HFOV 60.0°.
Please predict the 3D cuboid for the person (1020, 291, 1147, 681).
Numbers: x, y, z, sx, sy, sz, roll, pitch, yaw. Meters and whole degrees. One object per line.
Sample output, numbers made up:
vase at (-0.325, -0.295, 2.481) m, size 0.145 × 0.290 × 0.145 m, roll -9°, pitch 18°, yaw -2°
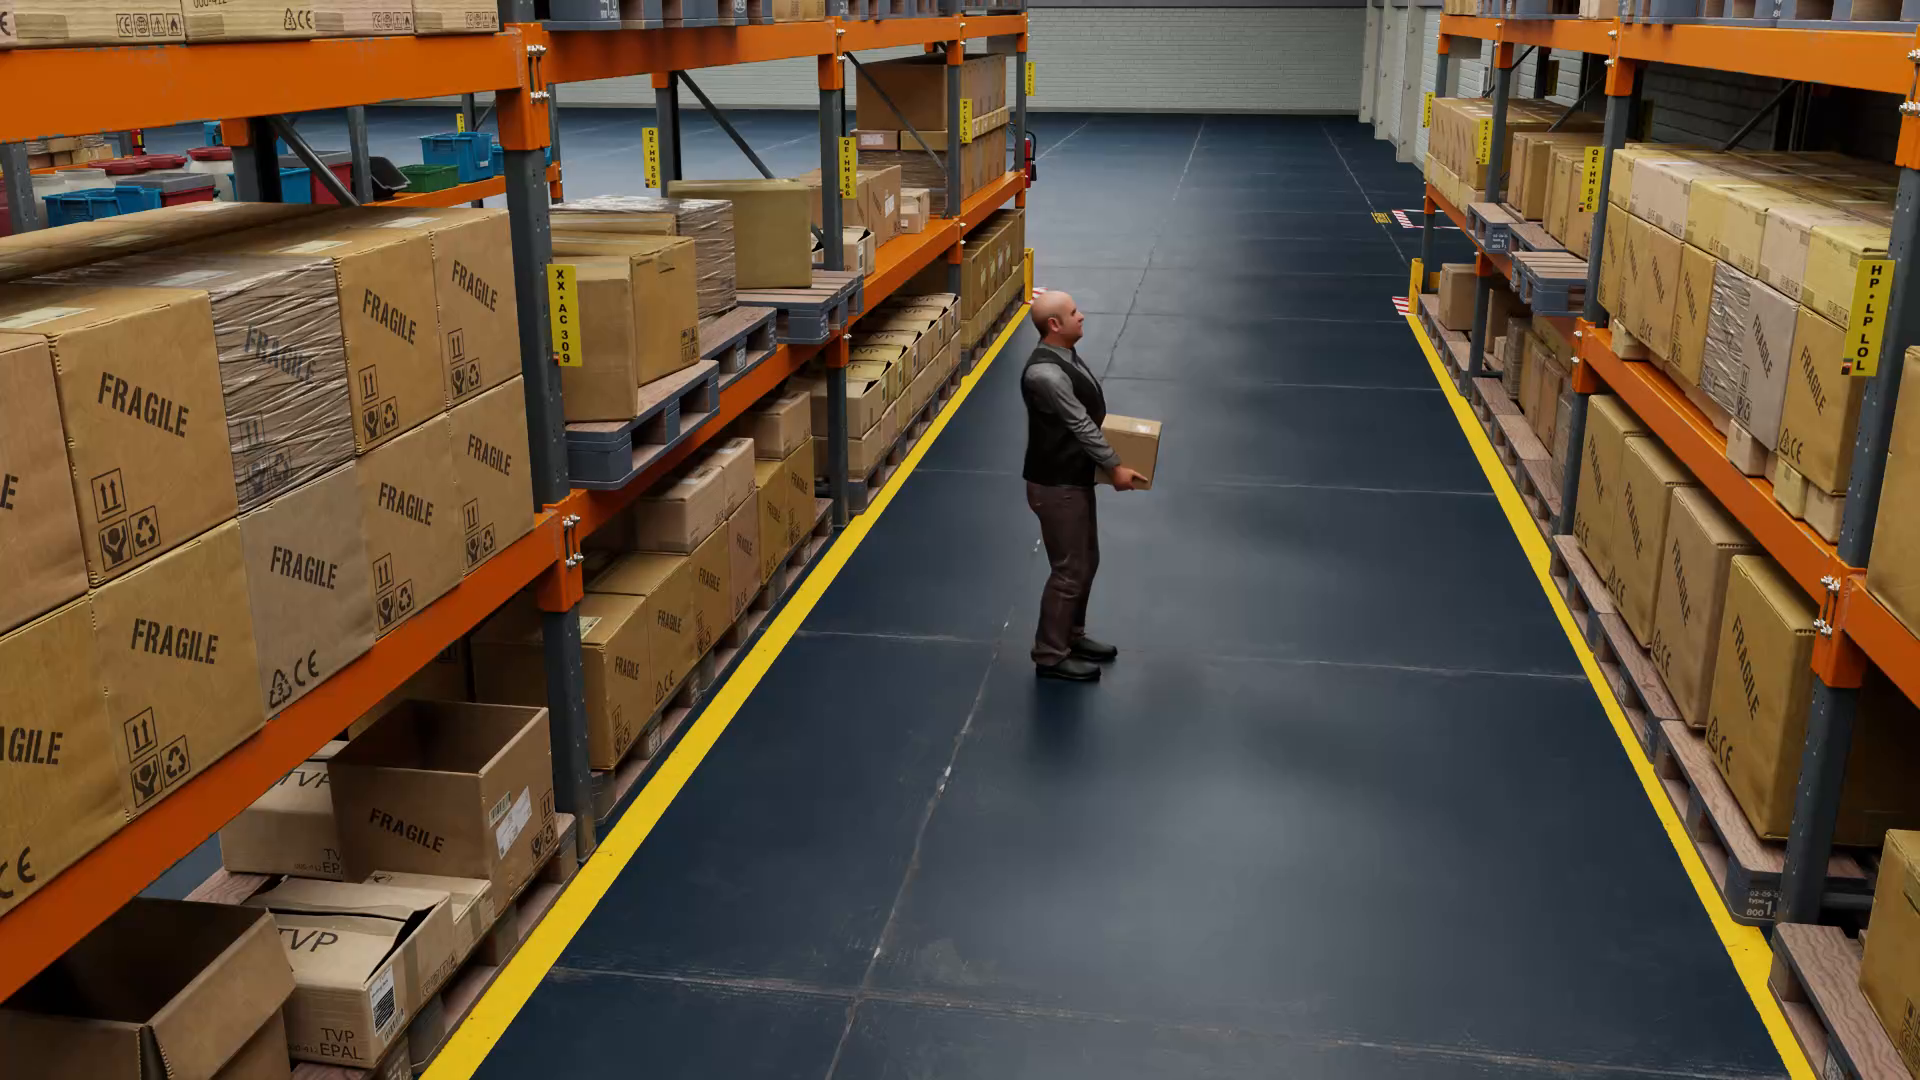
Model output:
person at (0.553, -0.244, 7.371) m, size 0.560 × 1.711 × 0.494 m, roll 3°, pitch 18°, yaw 9°
